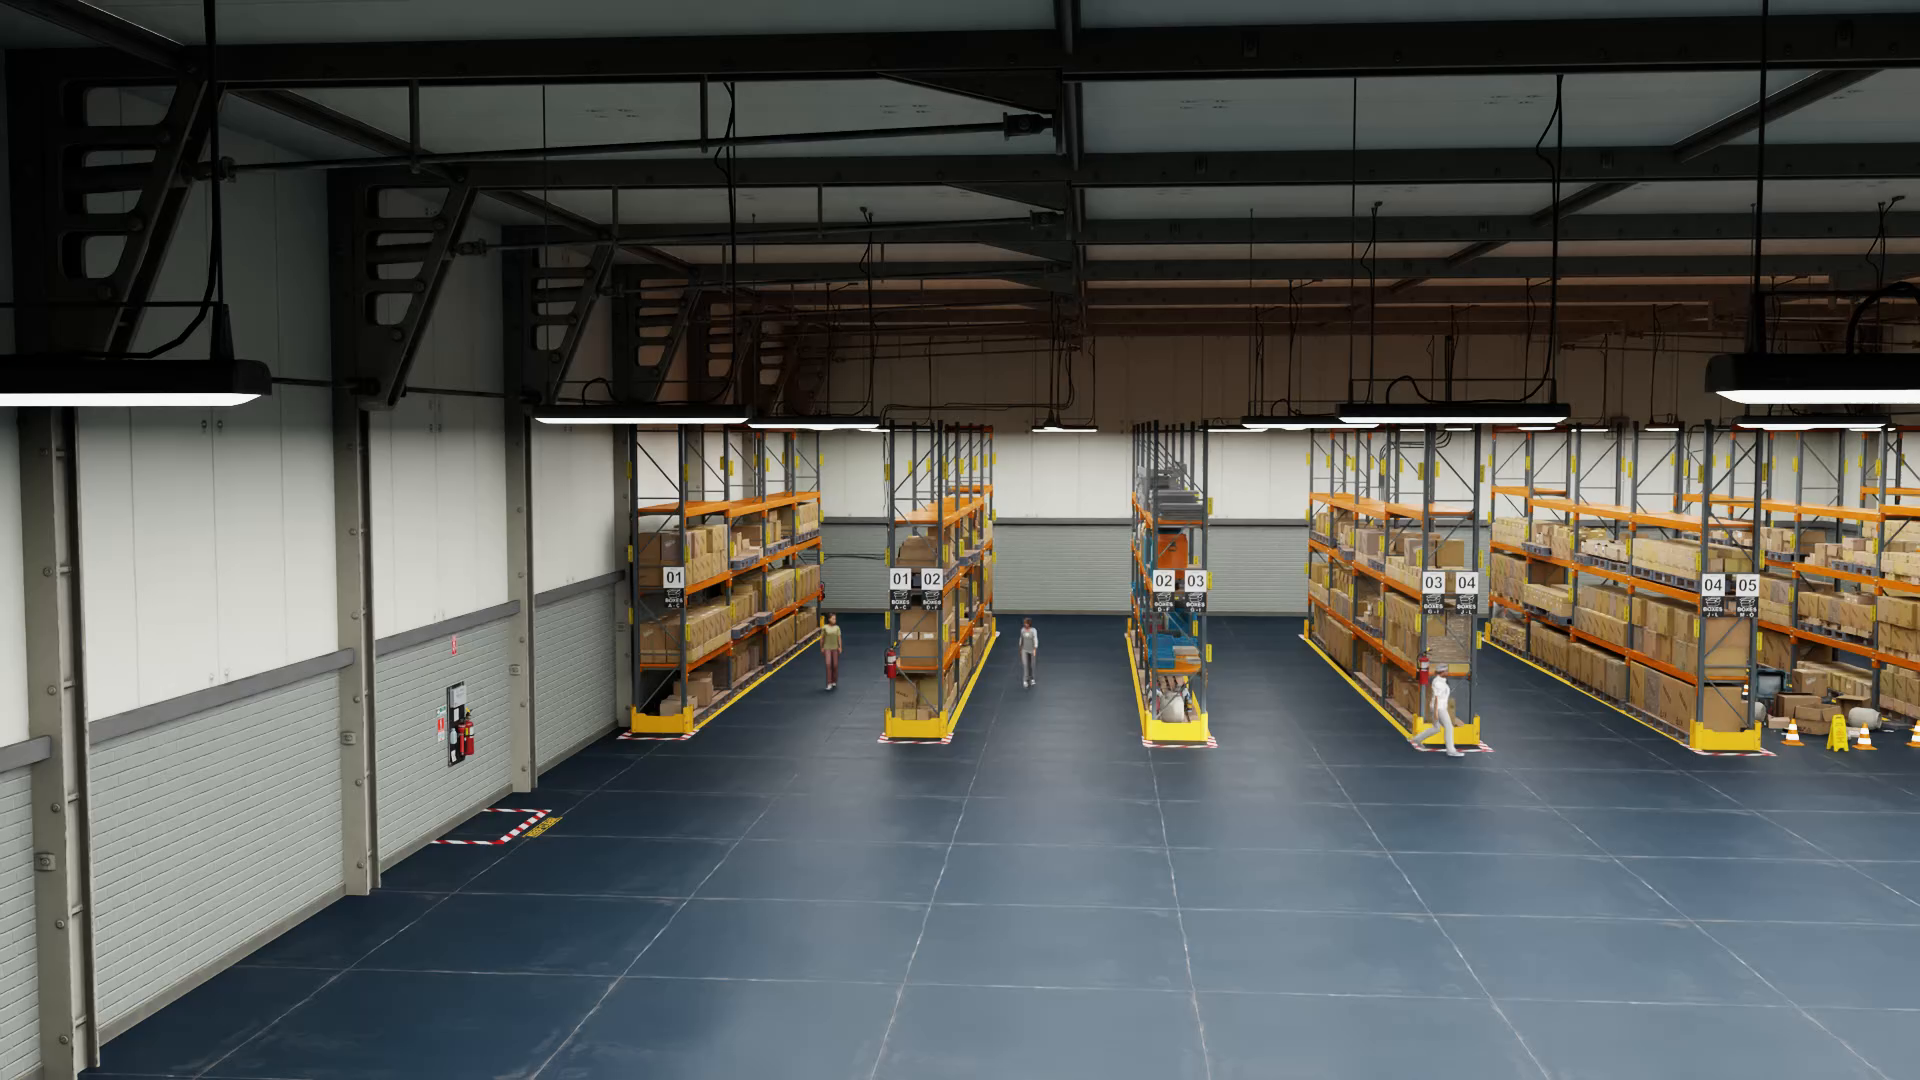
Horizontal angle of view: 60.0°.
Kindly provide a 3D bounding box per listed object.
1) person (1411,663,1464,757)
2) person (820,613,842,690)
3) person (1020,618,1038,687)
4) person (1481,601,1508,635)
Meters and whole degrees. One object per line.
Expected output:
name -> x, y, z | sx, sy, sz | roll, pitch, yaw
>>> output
person -> 8.563, 3.013, 29.754 | 0.888, 1.638, 0.475 | 1, 4, 15
person -> -2.882, 2.516, 37.647 | 0.466, 1.687, 0.690 | -1, 4, -18
person -> 1.550, 2.541, 37.656 | 0.445, 1.558, 0.914 | 1, 4, 9
person -> 15.302, 1.863, 47.349 | 1.069, 1.712, 0.549 | 0, 4, 0
